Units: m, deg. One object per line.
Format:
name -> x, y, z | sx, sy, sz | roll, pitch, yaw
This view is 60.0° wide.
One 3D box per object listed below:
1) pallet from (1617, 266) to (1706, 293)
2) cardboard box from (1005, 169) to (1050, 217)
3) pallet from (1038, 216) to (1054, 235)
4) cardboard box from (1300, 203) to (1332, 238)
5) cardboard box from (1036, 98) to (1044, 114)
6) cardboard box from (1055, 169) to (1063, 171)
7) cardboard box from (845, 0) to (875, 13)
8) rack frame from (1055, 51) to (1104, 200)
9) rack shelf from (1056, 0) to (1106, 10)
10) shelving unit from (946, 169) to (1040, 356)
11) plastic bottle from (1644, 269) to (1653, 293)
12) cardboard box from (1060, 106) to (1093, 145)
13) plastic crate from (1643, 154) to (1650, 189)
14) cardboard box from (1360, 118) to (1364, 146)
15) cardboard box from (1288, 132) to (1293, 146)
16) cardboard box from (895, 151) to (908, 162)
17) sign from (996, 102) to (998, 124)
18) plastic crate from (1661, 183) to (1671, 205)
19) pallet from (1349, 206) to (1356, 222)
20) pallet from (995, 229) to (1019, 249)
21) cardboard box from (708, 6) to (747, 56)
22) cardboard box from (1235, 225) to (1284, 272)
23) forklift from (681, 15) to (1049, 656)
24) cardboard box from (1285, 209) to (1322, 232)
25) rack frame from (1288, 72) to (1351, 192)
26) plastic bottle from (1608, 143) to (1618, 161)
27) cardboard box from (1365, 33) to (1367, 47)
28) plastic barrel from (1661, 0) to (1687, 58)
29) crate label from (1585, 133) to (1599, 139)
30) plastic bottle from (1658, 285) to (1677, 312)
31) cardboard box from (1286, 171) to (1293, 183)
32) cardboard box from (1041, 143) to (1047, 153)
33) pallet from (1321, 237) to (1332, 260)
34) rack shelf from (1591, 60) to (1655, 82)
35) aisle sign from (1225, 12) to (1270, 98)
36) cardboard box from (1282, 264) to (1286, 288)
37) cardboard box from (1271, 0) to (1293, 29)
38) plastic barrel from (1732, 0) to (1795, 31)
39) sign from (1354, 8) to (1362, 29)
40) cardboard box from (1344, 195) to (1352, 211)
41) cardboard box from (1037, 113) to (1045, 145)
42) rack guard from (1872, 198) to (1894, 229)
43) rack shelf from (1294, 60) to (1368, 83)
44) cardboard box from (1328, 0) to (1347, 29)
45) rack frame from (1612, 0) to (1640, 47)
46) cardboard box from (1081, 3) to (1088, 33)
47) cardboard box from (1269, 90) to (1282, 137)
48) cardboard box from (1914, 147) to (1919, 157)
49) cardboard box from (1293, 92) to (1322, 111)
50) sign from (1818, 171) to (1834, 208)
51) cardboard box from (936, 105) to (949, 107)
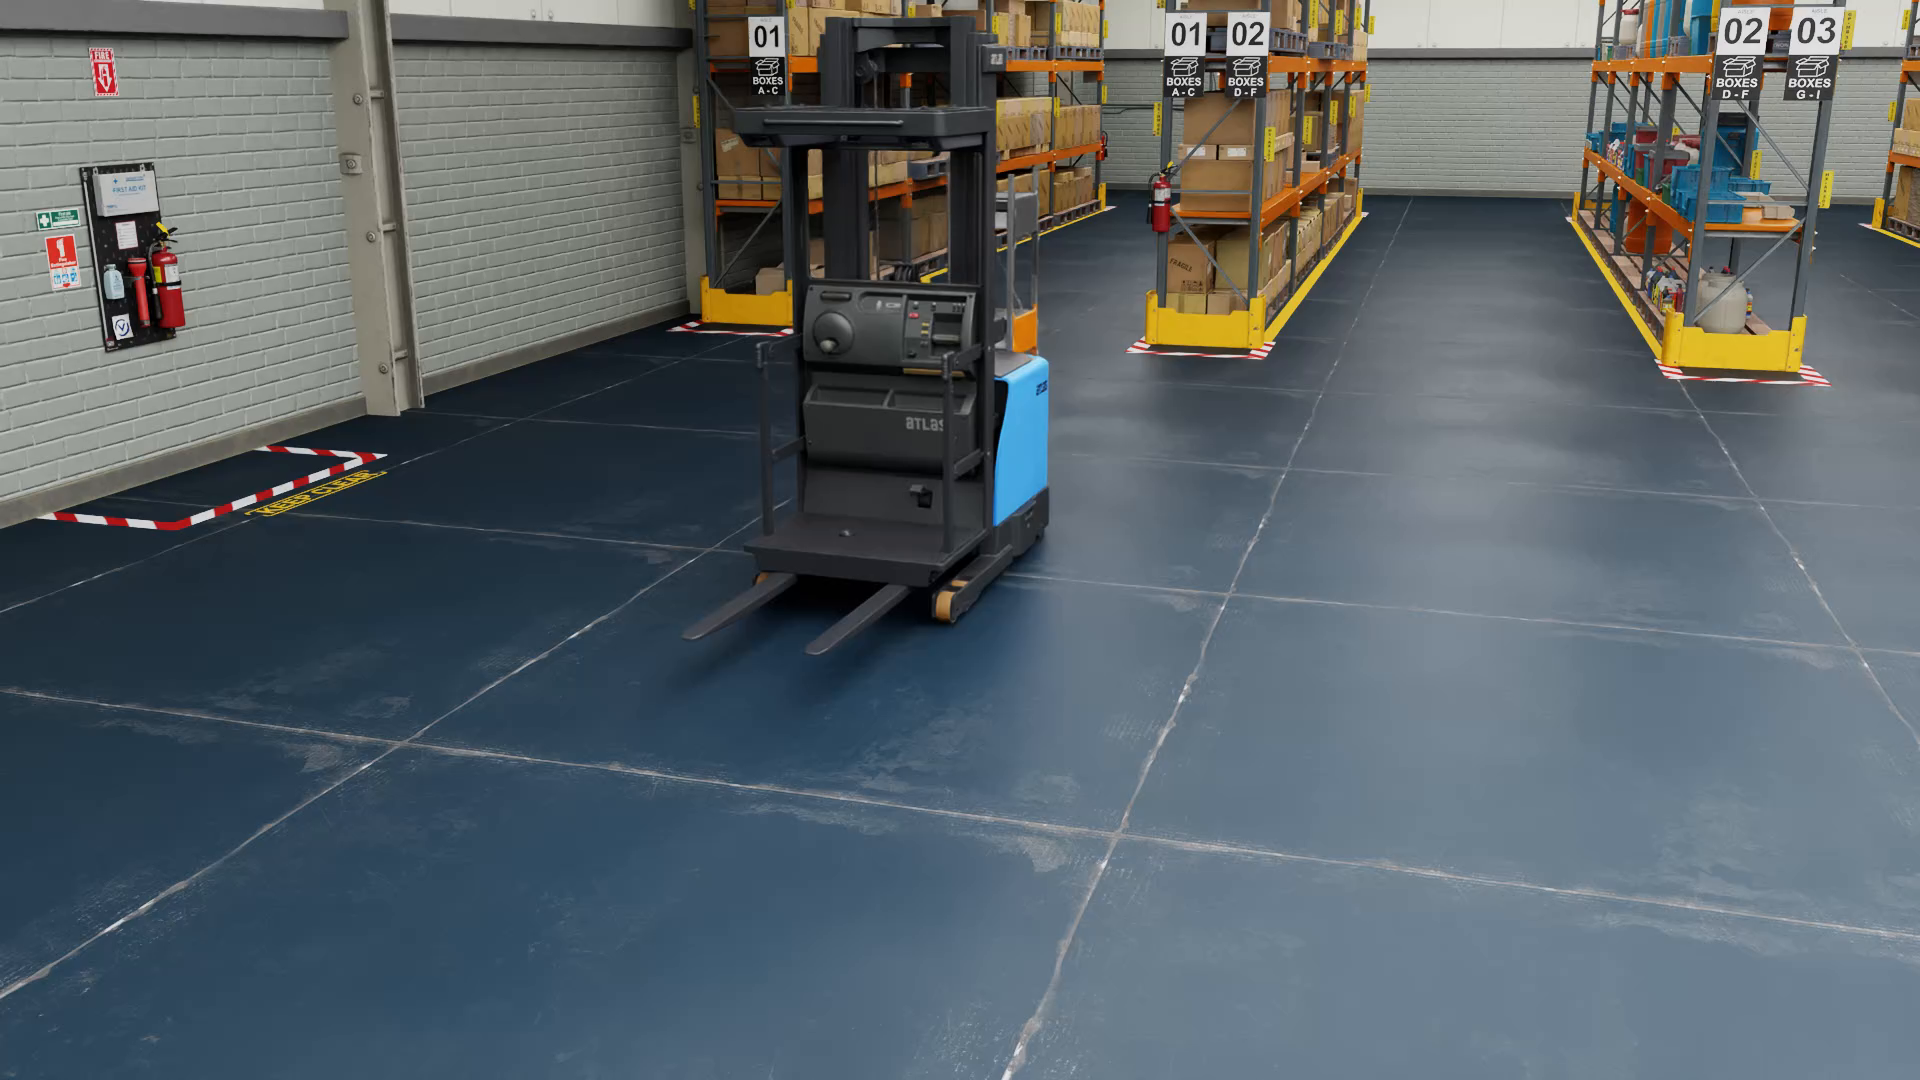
pallet -> 8.894, -3.284, 21.021 | 1.003, 0.211, 1.213 | 5, 16, 16
cardboard box -> 1.078, -5.946, 28.465 | 0.750, 0.750, 0.750 | 5, 17, 17
pallet -> 0.991, -5.409, 28.513 | 1.003, 0.211, 1.213 | 5, 16, 16
cardboard box -> 5.298, -4.772, 24.931 | 0.500, 0.500, 0.500 | 4, 16, 14
cardboard box -> 1.096, -7.245, 27.735 | 0.500, 0.250, 0.500 | 5, 17, 17
cardboard box -> 1.729, -6.909, 31.313 | 0.380, 0.149, 0.250 | 5, 17, 17
cardboard box -> -1.302, -6.413, 19.394 | 0.500, 0.500, 0.500 | 4, 16, 14
rack frame -> 2.275, -8.005, 32.554 | 1.000, 3.000, 0.127 | 5, 16, 16
rack shelf -> 1.706, -9.829, 30.043 | 1.077, 0.370, 4.000 | 5, 16, 16
shelving unit -> 0.201, -1.167, 10.098 | 0.431, 2.100, 0.503 | 5, 17, 19
plastic bottle -> 7.852, -2.947, 18.915 | 0.097, 0.271, 0.097 | 0, 16, 0
cardboard box -> 1.943, -7.824, 31.366 | 0.980, 0.700, 0.700 | 4, 16, 15
plastic crate -> 8.378, -4.402, 19.881 | 0.392, 0.384, 0.575 | 5, 16, 16
cardboard box -> 7.159, -7.531, 30.702 | 0.500, 0.500, 0.500 | 5, 17, 18
cardboard box -> 3.743, -4.755, 19.723 | 0.380, 0.149, 0.250 | 5, 16, 16
cardboard box -> -0.973, -5.016, 20.880 | 0.500, 0.500, 0.500 | 5, 16, 16
sign -> 0.524, -6.391, 24.888 | 0.100, 0.325, 0.005 | 5, 16, 16
plastic crate -> 7.707, -3.662, 17.631 | 0.450, 0.188, 0.662 | 5, 16, 16
pallet -> 6.778, -6.051, 30.778 | 1.003, 0.211, 1.213 | 5, 16, 16
pallet -> 0.297, -4.771, 26.262 | 1.003, 0.211, 1.213 | 5, 16, 16
cardboard box -> -2.396, -5.448, 17.824 | 0.500, 0.500, 0.500 | 6, 17, 20
cardboard box -> 3.401, -3.323, 18.942 | 0.500, 0.500, 0.500 | 5, 16, 16
forklift -> -0.437, -1.116, 8.391 | 1.130, 2.935, 3.031 | 5, 17, 19
cardboard box -> 4.839, -4.521, 23.515 | 0.500, 0.311, 0.500 | 5, 17, 17
rack frame -> 5.888, -6.575, 27.514 | 1.000, 3.000, 0.127 | 5, 16, 16
plastic bottle -> 10.036, -5.943, 25.512 | 0.152, 0.276, 0.135 | 5, 16, 16
cardboard box -> 7.124, -9.079, 30.202 | 0.500, 0.250, 0.500 | 5, 16, 16
plastic barrel -> 8.299, -5.931, 18.827 | 0.600, 0.901, 0.708 | 5, 16, 16
crate label -> 11.387, -7.146, 29.722 | 0.416, 0.233, 0.303 | 5, 16, 16
plastic bottle -> 7.426, -2.530, 17.438 | 0.152, 0.276, 0.135 | 5, 17, 16
cardboard box -> 4.063, -4.577, 20.930 | 0.380, 0.149, 0.250 | 5, 16, 16
cardboard box -> 1.264, -6.669, 28.268 | 0.380, 0.149, 0.250 | 5, 17, 17
pallet -> 5.000, -4.379, 24.883 | 1.003, 0.211, 1.213 | 5, 16, 16
rack shelf -> 11.205, -7.810, 27.689 | 1.077, 0.370, 4.000 | 5, 16, 16
aisle sign -> 2.753, -4.645, 15.946 | 0.394, 0.787, 0.004 | 5, 16, 16
cardboard box -> 3.541, -3.093, 19.506 | 0.500, 0.250, 0.500 | 5, 16, 16
cardboard box -> 3.212, -5.609, 17.403 | 0.500, 0.500, 0.500 | 5, 16, 16
plastic barrel -> 7.243, -5.039, 15.045 | 0.600, 0.830, 0.708 | 5, 16, 16
sign -> 6.422, -8.414, 26.832 | 0.100, 0.325, 0.005 | 5, 16, 16
cardboard box -> 6.808, -6.103, 30.081 | 0.500, 0.250, 0.500 | 5, 16, 16
cardboard box -> 1.113, -6.885, 27.840 | 0.500, 0.500, 0.500 | 5, 17, 16
rack guard -> 16.529, -5.656, 28.855 | 1.175, 0.500, 0.348 | 5, 16, 16
rack shelf -> 6.457, -8.195, 29.047 | 1.077, 0.370, 4.000 | 5, 16, 16
cardboard box -> 5.990, -8.677, 27.413 | 0.700, 0.500, 0.500 | 5, 16, 16
rack frame -> 10.636, -9.076, 25.337 | 1.000, 3.000, 0.127 | 5, 16, 16
cardboard box -> 2.035, -9.507, 30.300 | 0.500, 0.500, 0.500 | 4, 16, 13
cardboard box -> 3.210, -4.774, 18.605 | 0.700, 0.500, 0.500 | 5, 16, 16
cardboard box -> 15.669, -6.262, 26.869 | 0.380, 0.149, 0.250 | 4, 16, 14
cardboard box -> 5.784, -7.257, 27.901 | 0.500, 0.500, 0.500 | 5, 17, 16
sign -> 7.752, -3.140, 14.895 | 0.100, 0.325, 0.005 | 5, 16, 16
cardboard box -> -0.145, -6.306, 24.385 | 0.380, 0.149, 0.250 | 2, 16, 7
